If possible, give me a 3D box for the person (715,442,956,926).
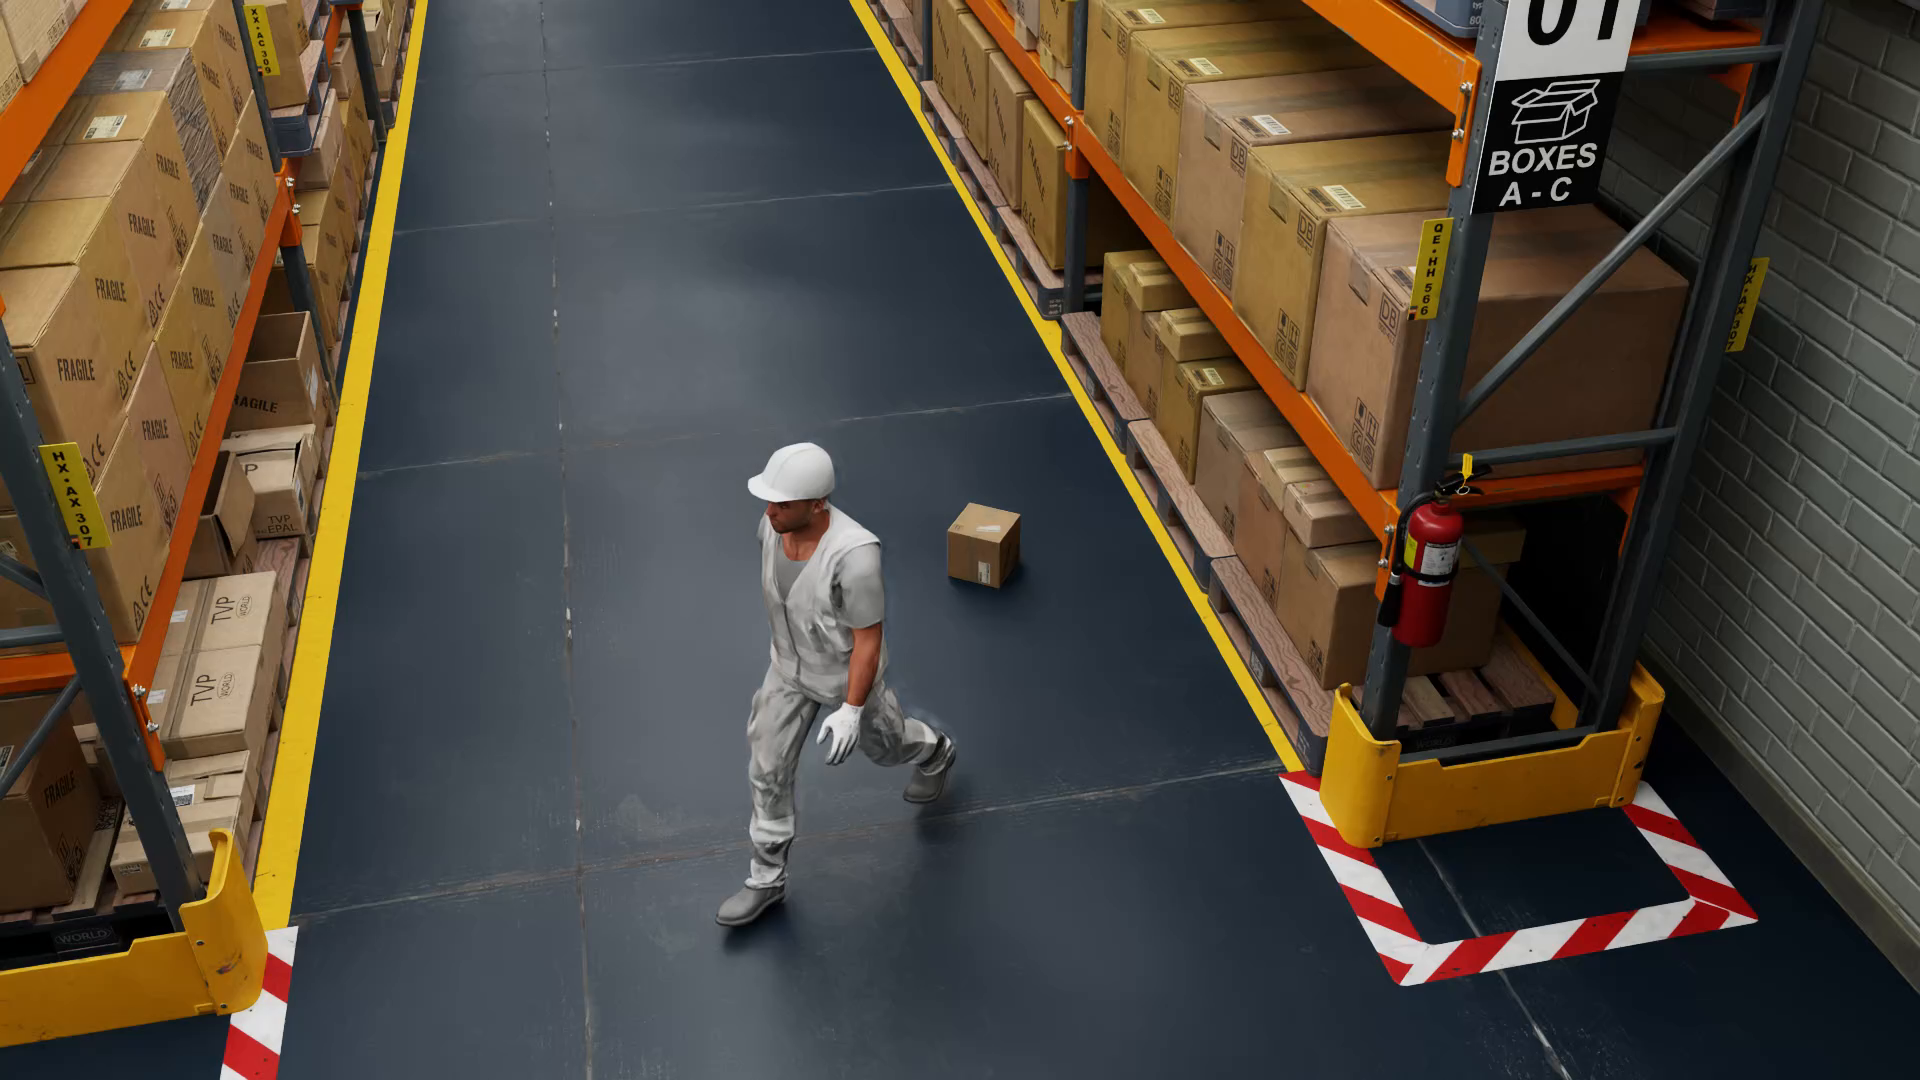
[{"bbox_3d":[-0.428,0.411,5.520,0.541,1.737,1.110,21,39,28],"label":"person"}]
